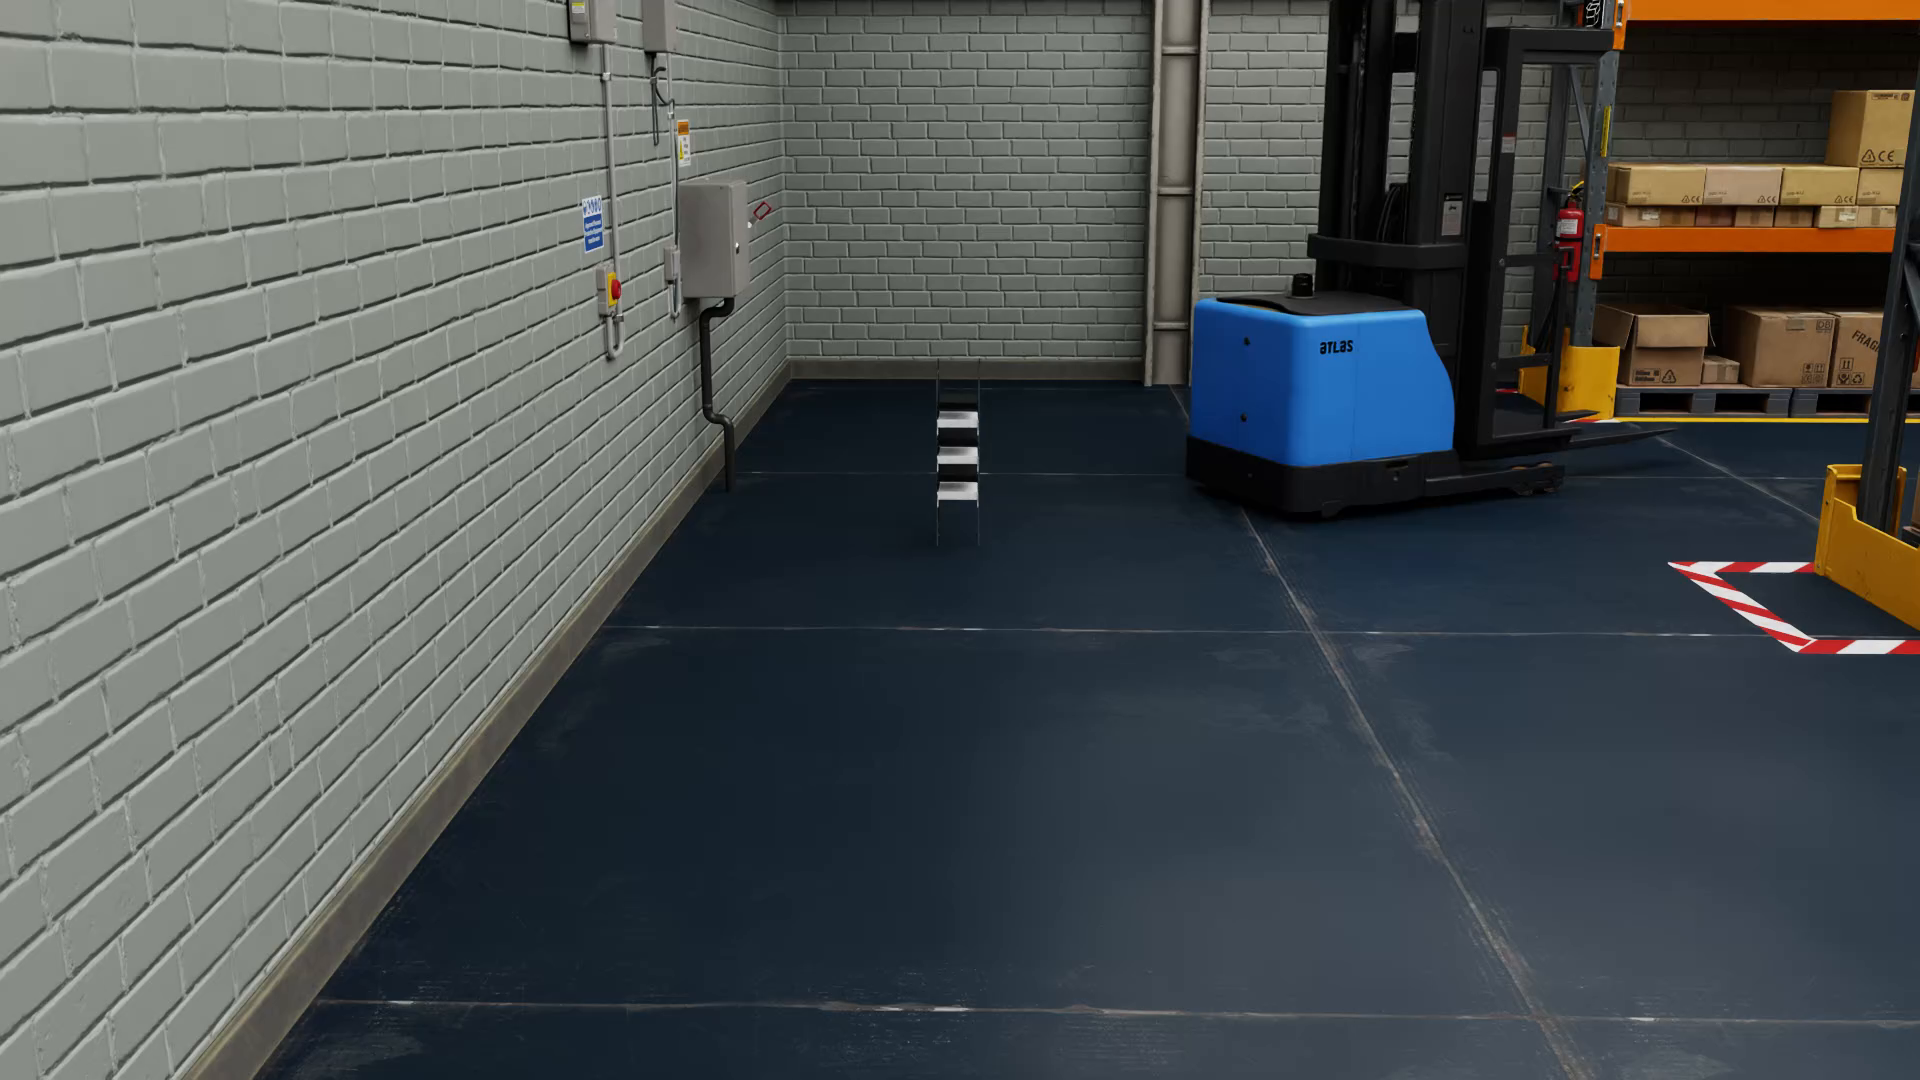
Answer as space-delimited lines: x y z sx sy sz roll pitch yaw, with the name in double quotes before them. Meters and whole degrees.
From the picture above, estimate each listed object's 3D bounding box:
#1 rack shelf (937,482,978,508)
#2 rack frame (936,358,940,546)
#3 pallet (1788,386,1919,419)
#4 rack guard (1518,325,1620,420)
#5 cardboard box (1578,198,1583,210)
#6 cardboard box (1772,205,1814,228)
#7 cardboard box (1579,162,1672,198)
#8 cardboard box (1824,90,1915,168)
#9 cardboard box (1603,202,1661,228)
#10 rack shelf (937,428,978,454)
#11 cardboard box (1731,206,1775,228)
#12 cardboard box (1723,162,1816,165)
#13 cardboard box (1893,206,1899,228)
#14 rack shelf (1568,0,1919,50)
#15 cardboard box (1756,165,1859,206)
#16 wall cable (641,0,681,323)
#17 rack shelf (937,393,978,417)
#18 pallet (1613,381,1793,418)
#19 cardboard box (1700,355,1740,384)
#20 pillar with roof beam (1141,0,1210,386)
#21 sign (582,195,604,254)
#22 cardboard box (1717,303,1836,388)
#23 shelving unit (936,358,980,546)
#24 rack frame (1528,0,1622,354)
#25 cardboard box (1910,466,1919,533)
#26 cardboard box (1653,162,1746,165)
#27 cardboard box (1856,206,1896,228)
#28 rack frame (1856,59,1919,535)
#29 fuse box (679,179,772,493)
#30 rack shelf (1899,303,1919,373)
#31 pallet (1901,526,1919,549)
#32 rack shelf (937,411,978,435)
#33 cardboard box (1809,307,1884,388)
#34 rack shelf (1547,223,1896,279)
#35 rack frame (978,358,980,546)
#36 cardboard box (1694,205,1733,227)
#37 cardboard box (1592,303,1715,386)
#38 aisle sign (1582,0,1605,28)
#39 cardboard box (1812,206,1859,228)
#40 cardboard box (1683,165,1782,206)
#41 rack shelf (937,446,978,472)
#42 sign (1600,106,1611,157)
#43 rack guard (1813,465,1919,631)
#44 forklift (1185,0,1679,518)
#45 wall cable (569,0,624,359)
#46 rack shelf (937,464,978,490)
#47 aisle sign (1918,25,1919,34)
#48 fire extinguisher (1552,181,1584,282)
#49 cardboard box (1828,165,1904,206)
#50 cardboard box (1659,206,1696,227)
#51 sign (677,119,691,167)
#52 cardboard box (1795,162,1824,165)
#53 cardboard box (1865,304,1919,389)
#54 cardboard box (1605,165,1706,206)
"rack shelf" -0.008 -0.229 8.280 0.200 0.077 0.258 0 15 1
"rack frame" -0.110 -0.436 8.228 0.006 0.900 0.240 0 15 1
"pallet" 6.387 -1.069 11.978 1.213 0.211 1.003 0 15 1
"rack guard" 4.374 -1.222 11.993 0.348 0.500 1.175 0 15 1
"cardboard box" 4.636 -2.376 11.959 0.250 0.149 0.380 0 15 1
"cardboard box" 5.655 -2.238 11.433 0.250 0.149 0.380 1 15 2
"cardboard box" 4.764 -2.567 11.902 0.500 0.250 0.500 1 15 3
"cardboard box" 6.244 -2.784 11.253 0.500 0.500 0.500 1 15 3
"cardboard box" 4.619 -2.238 11.434 0.250 0.149 0.380 0 15 1
"rack shelf" -0.008 -0.490 8.211 0.200 0.077 0.258 0 15 1
"cardboard box" 5.389 -2.238 11.435 0.250 0.149 0.380 1 15 3
"cardboard box" 5.775 -2.559 11.871 0.500 0.250 0.500 1 15 3
"cardboard box" 6.429 -2.236 11.428 0.250 0.149 0.380 0 15 1
"rack shelf" 6.297 -3.521 11.335 4.000 0.370 1.077 0 15 1
"cardboard box" 5.755 -2.425 11.364 0.500 0.250 0.500 0 15 0
"wall cable" -1.438 -2.049 8.236 0.122 1.984 0.588 0 15 1
"rack shelf" -0.008 -0.664 8.165 0.200 0.077 0.258 0 15 1
"pallet" 5.171 -1.077 12.011 1.213 0.211 1.003 0 15 1
"cardboard box" 5.330 -1.215 11.831 0.250 0.149 0.380 0 15 -1
"pillar with roof beam" 1.515 -4.482 7.687 0.400 9.000 9.100 0 15 1
"sign" -1.525 -1.315 6.915 0.001 0.218 0.327 0 15 1
"cardboard box" 5.760 -1.382 11.776 0.500 0.500 0.700 1 15 4
"shelving unit" -0.008 -0.435 8.225 0.210 0.900 0.258 0 15 1
"rack frame" 4.298 -2.431 11.676 0.127 3.000 1.000 0 15 1
"cardboard box" 4.837 -0.151 7.231 0.875 0.438 0.875 0 15 0
"cardboard box" 5.280 -2.564 11.888 0.500 0.250 0.500 0 15 2
"cardboard box" 6.170 -2.220 11.368 0.250 0.149 0.380 1 15 3
"rack frame" 4.175 -1.166 6.878 0.127 3.000 1.000 0 15 1
"fuse box" -1.263 -1.108 9.186 0.414 1.711 0.539 0 15 1
"rack shelf" 6.174 -0.805 6.920 4.000 0.370 1.077 0 15 1
"pallet" 4.976 0.168 7.289 1.213 0.211 1.003 0 15 1
"rack shelf" -0.008 -0.577 8.188 0.200 0.077 0.258 0 15 1
"cardboard box" 6.286 -1.353 11.666 0.500 0.500 0.500 1 15 2
"rack shelf" 6.297 -2.071 11.718 4.000 0.370 1.077 0 15 1
"rack frame" 0.094 -0.435 8.223 0.006 0.900 0.240 0 15 1
"cardboard box" 5.138 -2.255 11.500 0.250 0.149 0.380 0 15 1
"cardboard box" 4.907 -1.399 11.834 0.637 0.503 0.797 0 15 -1
"aisle sign" 4.222 -3.614 11.062 0.004 0.787 0.394 0 15 1
"cardboard box" 5.906 -2.217 11.355 0.250 0.149 0.380 0 15 0
"cardboard box" 5.248 -2.428 11.373 0.500 0.250 0.500 1 15 2
"rack shelf" -0.008 -0.403 8.234 0.200 0.077 0.258 0 15 1
"sign" 4.284 -2.712 11.041 0.005 0.325 0.100 0 15 1
"rack guard" 4.151 0.043 7.197 0.348 0.500 1.175 0 15 1
"forklift" 2.828 -1.774 9.319 3.031 2.935 1.130 -7 16 -26
"wall cable" -1.463 -1.703 6.861 0.123 1.953 0.585 0 15 1
"rack shelf" -0.008 -0.316 8.257 0.200 0.077 0.258 0 15 1
"aisle sign" 4.111 -2.502 6.848 0.004 0.787 0.394 0 15 1
"fire extinguisher" 4.139 -2.097 11.290 0.183 0.674 0.296 0 15 1
"cardboard box" 6.267 -2.427 11.372 0.500 0.250 0.500 0 15 0
"cardboard box" 4.875 -2.248 11.473 0.250 0.149 0.380 1 15 3
"sign" -1.472 -2.118 8.868 0.001 0.242 0.339 0 15 1
"cardboard box" 6.297 -2.556 11.858 0.500 0.250 0.500 0 15 1
"cardboard box" 6.798 -1.375 11.750 0.500 0.500 0.700 0 15 -1
"cardboard box" 4.744 -2.431 11.385 0.500 0.250 0.500 0 15 2
